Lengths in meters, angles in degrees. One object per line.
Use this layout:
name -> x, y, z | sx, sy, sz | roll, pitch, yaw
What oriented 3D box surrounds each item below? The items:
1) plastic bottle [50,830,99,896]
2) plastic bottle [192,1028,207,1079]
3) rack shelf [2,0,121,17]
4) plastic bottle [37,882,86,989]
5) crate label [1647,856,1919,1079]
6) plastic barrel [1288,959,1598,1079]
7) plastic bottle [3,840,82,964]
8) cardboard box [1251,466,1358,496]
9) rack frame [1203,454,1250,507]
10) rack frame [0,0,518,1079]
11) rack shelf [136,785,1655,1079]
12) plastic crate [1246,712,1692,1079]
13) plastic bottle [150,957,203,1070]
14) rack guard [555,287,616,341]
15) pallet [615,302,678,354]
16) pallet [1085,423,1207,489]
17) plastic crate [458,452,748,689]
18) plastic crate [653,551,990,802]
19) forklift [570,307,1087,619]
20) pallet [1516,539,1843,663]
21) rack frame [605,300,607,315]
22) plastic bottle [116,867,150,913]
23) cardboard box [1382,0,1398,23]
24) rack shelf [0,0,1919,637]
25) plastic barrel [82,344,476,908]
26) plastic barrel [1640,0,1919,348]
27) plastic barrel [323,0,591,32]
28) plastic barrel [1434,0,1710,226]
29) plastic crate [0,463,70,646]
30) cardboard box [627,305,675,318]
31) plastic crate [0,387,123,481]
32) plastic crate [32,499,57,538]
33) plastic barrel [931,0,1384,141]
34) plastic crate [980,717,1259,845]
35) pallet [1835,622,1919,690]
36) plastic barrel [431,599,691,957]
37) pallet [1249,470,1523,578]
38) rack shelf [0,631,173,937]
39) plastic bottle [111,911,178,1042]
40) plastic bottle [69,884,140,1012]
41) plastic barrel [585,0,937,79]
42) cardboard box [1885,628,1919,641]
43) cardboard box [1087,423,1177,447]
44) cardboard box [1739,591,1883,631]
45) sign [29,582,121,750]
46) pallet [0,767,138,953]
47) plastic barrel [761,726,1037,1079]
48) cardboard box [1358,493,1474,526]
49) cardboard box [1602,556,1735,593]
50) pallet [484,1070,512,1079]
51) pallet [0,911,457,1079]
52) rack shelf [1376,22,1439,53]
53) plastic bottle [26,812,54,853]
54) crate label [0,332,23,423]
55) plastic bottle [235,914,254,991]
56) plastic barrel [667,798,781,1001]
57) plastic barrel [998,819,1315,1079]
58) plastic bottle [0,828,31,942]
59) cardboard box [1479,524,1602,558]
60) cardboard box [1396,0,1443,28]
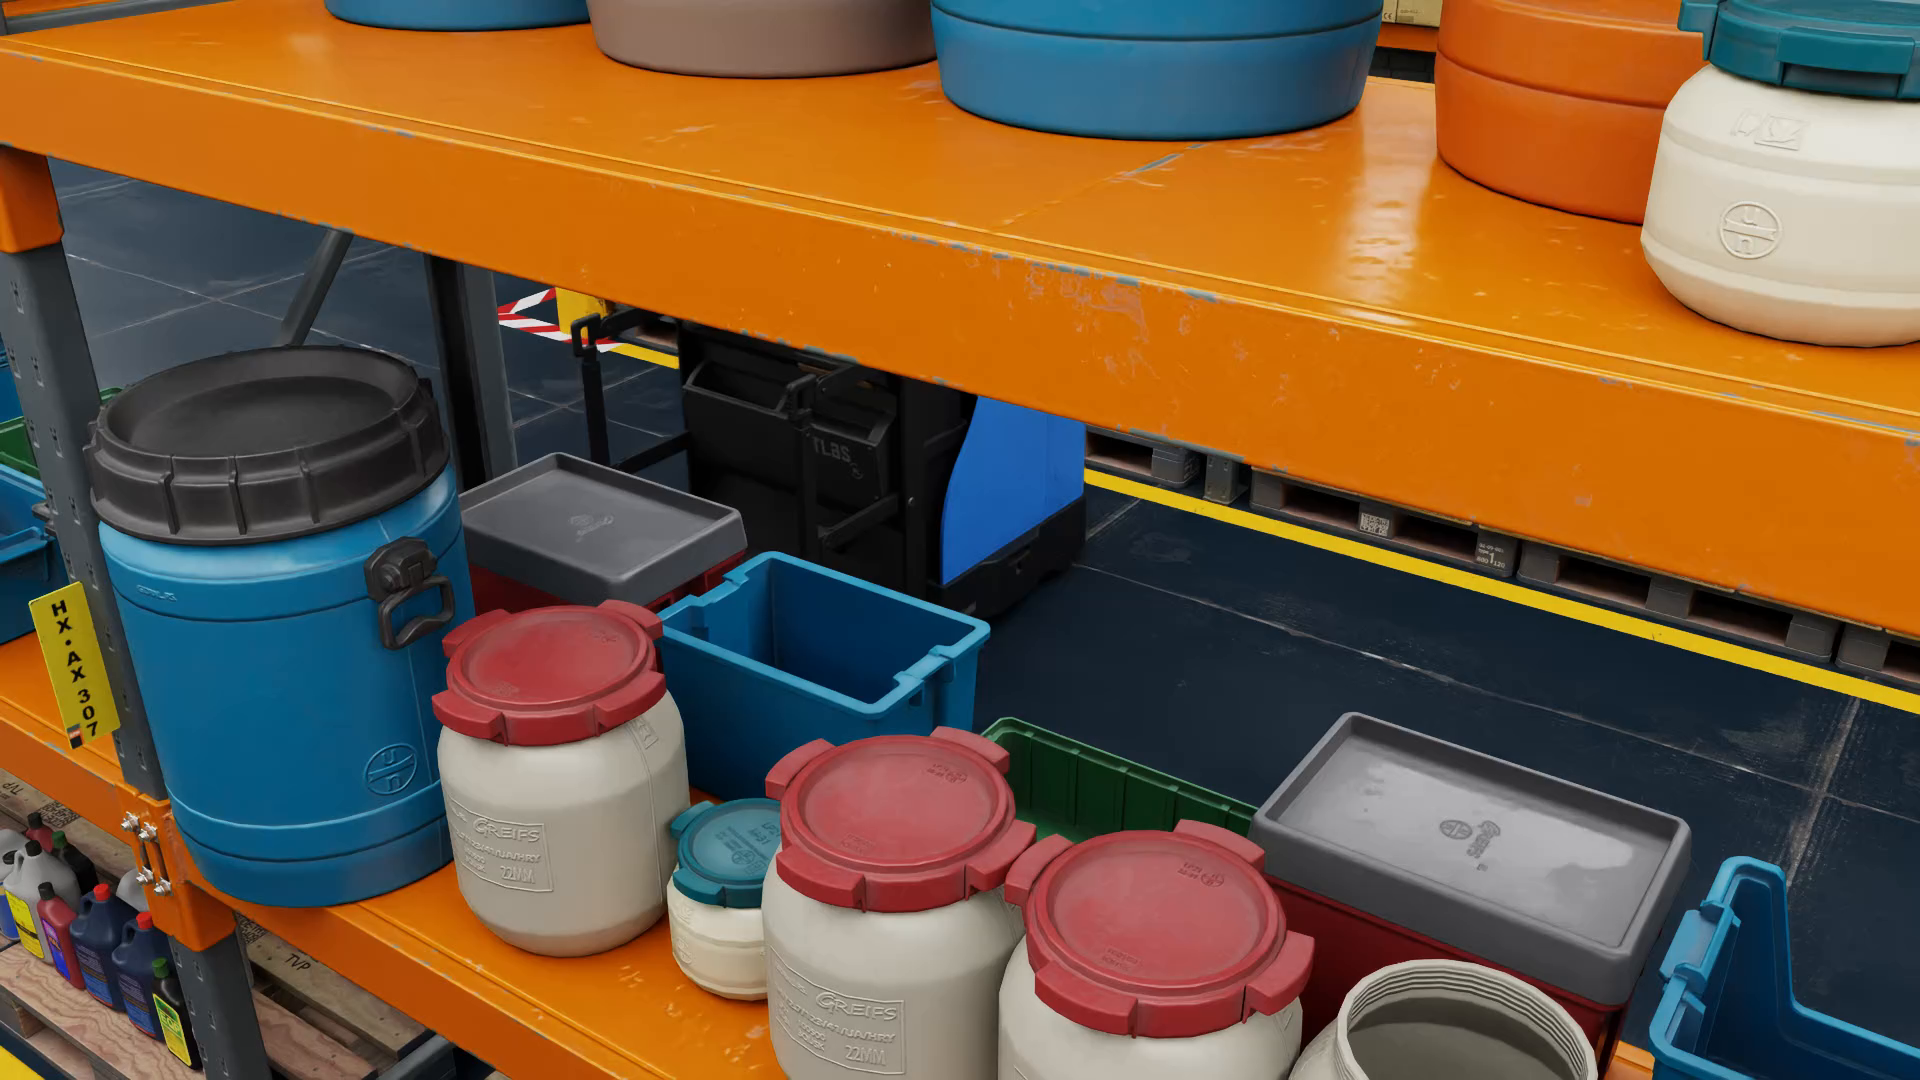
plastic bottle -> -2.443, 0.941, 4.603 | 0.133, 0.283, 0.061 | 17, 32, 30
plastic bottle -> -1.837, 1.236, 4.114 | 0.097, 0.201, 0.097 | 0, 27, 0
rack shelf -> -3.010, -1.368, 4.117 | 4.000, 0.370, 1.077 | 17, 32, 30
plastic bottle -> -2.371, 1.043, 4.403 | 0.133, 0.283, 0.061 | 20, 33, 34
crate label -> 1.270, 0.817, 2.299 | 0.616, 0.435, 0.502 | 17, 32, 30
plastic barrel -> 0.620, 0.846, 2.156 | 0.421, 0.512, 0.421 | 0, 27, 0
plastic bottle -> -2.480, 0.956, 4.499 | 0.185, 0.351, 0.144 | 17, 32, 30
cardboard box -> 1.639, -0.455, 7.405 | 0.500, 0.250, 0.500 | 16, 31, 29
rack frame -> 1.446, -1.689, 7.262 | 0.127, 3.000, 1.000 | 17, 32, 30
rack frame -> -1.361, 0.162, 3.625 | 0.127, 3.000, 1.000 | 17, 32, 30
rack shelf -> 0.287, 0.996, 2.779 | 4.000, 0.370, 1.077 | 17, 32, 30
plastic crate -> 0.777, 0.631, 2.633 | 0.583, 0.464, 0.402 | 17, 32, 30
plastic bottle -> -1.944, 1.176, 4.142 | 0.133, 0.283, 0.061 | 19, 33, 33
rack guard -> -1.871, -1.609, 9.860 | 0.348, 0.500, 1.175 | 17, 32, 30
pallet -> -1.197, -1.293, 9.558 | 1.213, 0.211, 1.003 | 17, 32, 30
pallet -> 0.815, -0.667, 8.327 | 1.213, 0.211, 1.003 | 17, 32, 30
plastic crate -> -0.789, 0.143, 3.591 | 0.583, 0.464, 0.402 | 17, 32, 30
plastic crate -> -0.276, 0.336, 3.301 | 0.575, 0.384, 0.392 | 17, 32, 30
forklift -> -0.744, -0.828, 5.646 | 1.130, 2.935, 3.031 | 18, 32, 32
pallet -> 3.086, 0.041, 6.937 | 1.213, 0.211, 1.003 | 17, 32, 30
rack frame -> -1.851, -2.716, 9.281 | 0.127, 3.000, 1.000 | 17, 32, 30
plastic bottle -> -2.150, 1.011, 4.475 | 0.135, 0.276, 0.152 | 17, 32, 30
cardboard box -> 2.857, -3.747, 11.449 | 0.500, 0.250, 0.500 | 17, 32, 30
rack shelf -> 0.287, -0.341, 2.099 | 4.000, 0.370, 1.077 | 17, 32, 30
plastic barrel -> -1.214, 0.151, 3.094 | 0.708, 0.901, 0.600 | 17, 32, 30
plastic barrel -> 0.756, -0.326, 1.428 | 0.301, 0.262, 0.301 | 0, 27, 0
plastic barrel -> -0.819, -1.349, 2.734 | 0.708, 0.901, 0.600 | 17, 32, 30
plastic barrel -> 0.843, -0.799, 1.733 | 0.708, 0.830, 0.600 | 17, 32, 30
plastic crate -> -2.427, 0.045, 4.018 | 0.616, 0.251, 0.499 | 17, 32, 30
cardboard box -> -1.535, -1.457, 9.375 | 0.500, 0.250, 0.500 | 17, 32, 30
plastic crate -> -2.320, -0.198, 4.566 | 0.662, 0.188, 0.450 | 17, 32, 30
plastic crate -> -1.721, 0.007, 3.997 | 0.504, 0.338, 0.767 | 17, 32, 30
plastic barrel -> 0.259, -1.013, 2.074 | 0.708, 0.901, 0.600 | 17, 32, 30
plastic crate -> 0.234, 0.598, 3.002 | 0.662, 0.188, 0.450 | 17, 32, 30
pallet -> 4.087, 0.355, 6.320 | 1.213, 0.211, 1.003 | 17, 32, 30
plastic barrel -> -0.697, 0.429, 2.951 | 0.433, 0.535, 0.433 | 0, 27, 0
pallet -> 2.076, -0.272, 7.552 | 1.213, 0.211, 1.003 | 17, 32, 30
rack shelf -> -3.010, -0.031, 4.798 | 4.000, 0.370, 1.077 | 17, 32, 30
plastic bottle -> -2.055, 1.088, 4.240 | 0.185, 0.351, 0.144 | 16, 31, 29
plastic bottle -> -2.213, 1.039, 4.336 | 0.185, 0.351, 0.144 | 16, 31, 28
plastic barrel -> -0.280, -1.181, 2.404 | 0.600, 0.901, 0.600 | 0, 27, 0
cardboard box -> 3.745, 0.201, 6.116 | 0.500, 0.250, 0.500 | 17, 31, 30
cardboard box -> 0.940, -0.688, 7.864 | 0.500, 0.250, 0.500 | 17, 32, 30
cardboard box -> 3.332, 0.071, 6.372 | 0.500, 0.250, 0.500 | 18, 32, 31
sign -> -1.682, 0.241, 3.164 | 0.005, 0.325, 0.100 | 17, 32, 30
pallet -> -2.901, 0.903, 5.242 | 1.213, 0.211, 1.003 | 17, 32, 30
plastic barrel -> -0.092, 0.617, 2.580 | 0.433, 0.535, 0.433 | 0, 27, 0
cardboard box -> 2.059, -0.323, 7.146 | 0.500, 0.250, 0.500 | 18, 32, 32
cardboard box -> 2.907, -0.060, 6.630 | 0.500, 0.250, 0.500 | 18, 32, 31
pallet -> -0.692, 1.591, 3.890 | 1.213, 0.211, 1.003 | 17, 32, 30
pallet -> -1.891, 1.216, 4.627 | 1.213, 0.211, 1.003 | 17, 32, 30
rack shelf -> 2.599, -3.735, 12.076 | 4.000, 0.370, 1.077 | 17, 32, 30
plastic bottle -> -2.551, 0.903, 4.678 | 0.133, 0.283, 0.061 | 17, 32, 30
crate label -> -2.988, -0.510, 4.906 | 0.616, 0.435, 0.502 | 17, 32, 30
plastic bottle -> -1.974, 1.035, 4.345 | 0.185, 0.351, 0.144 | 17, 32, 30
plastic barrel -> -0.357, 0.620, 2.876 | 0.301, 0.262, 0.301 | 0, 27, 0
plastic barrel -> 0.265, 0.728, 2.362 | 0.433, 0.535, 0.433 | 0, 27, 0
plastic bottle -> -2.611, 0.946, 4.601 | 0.135, 0.276, 0.152 | 18, 32, 31
cardboard box -> 2.488, -0.191, 6.887 | 0.500, 0.250, 0.500 | 16, 31, 29
cardboard box -> 3.280, -3.624, 11.207 | 0.500, 0.250, 0.500 | 17, 32, 31
